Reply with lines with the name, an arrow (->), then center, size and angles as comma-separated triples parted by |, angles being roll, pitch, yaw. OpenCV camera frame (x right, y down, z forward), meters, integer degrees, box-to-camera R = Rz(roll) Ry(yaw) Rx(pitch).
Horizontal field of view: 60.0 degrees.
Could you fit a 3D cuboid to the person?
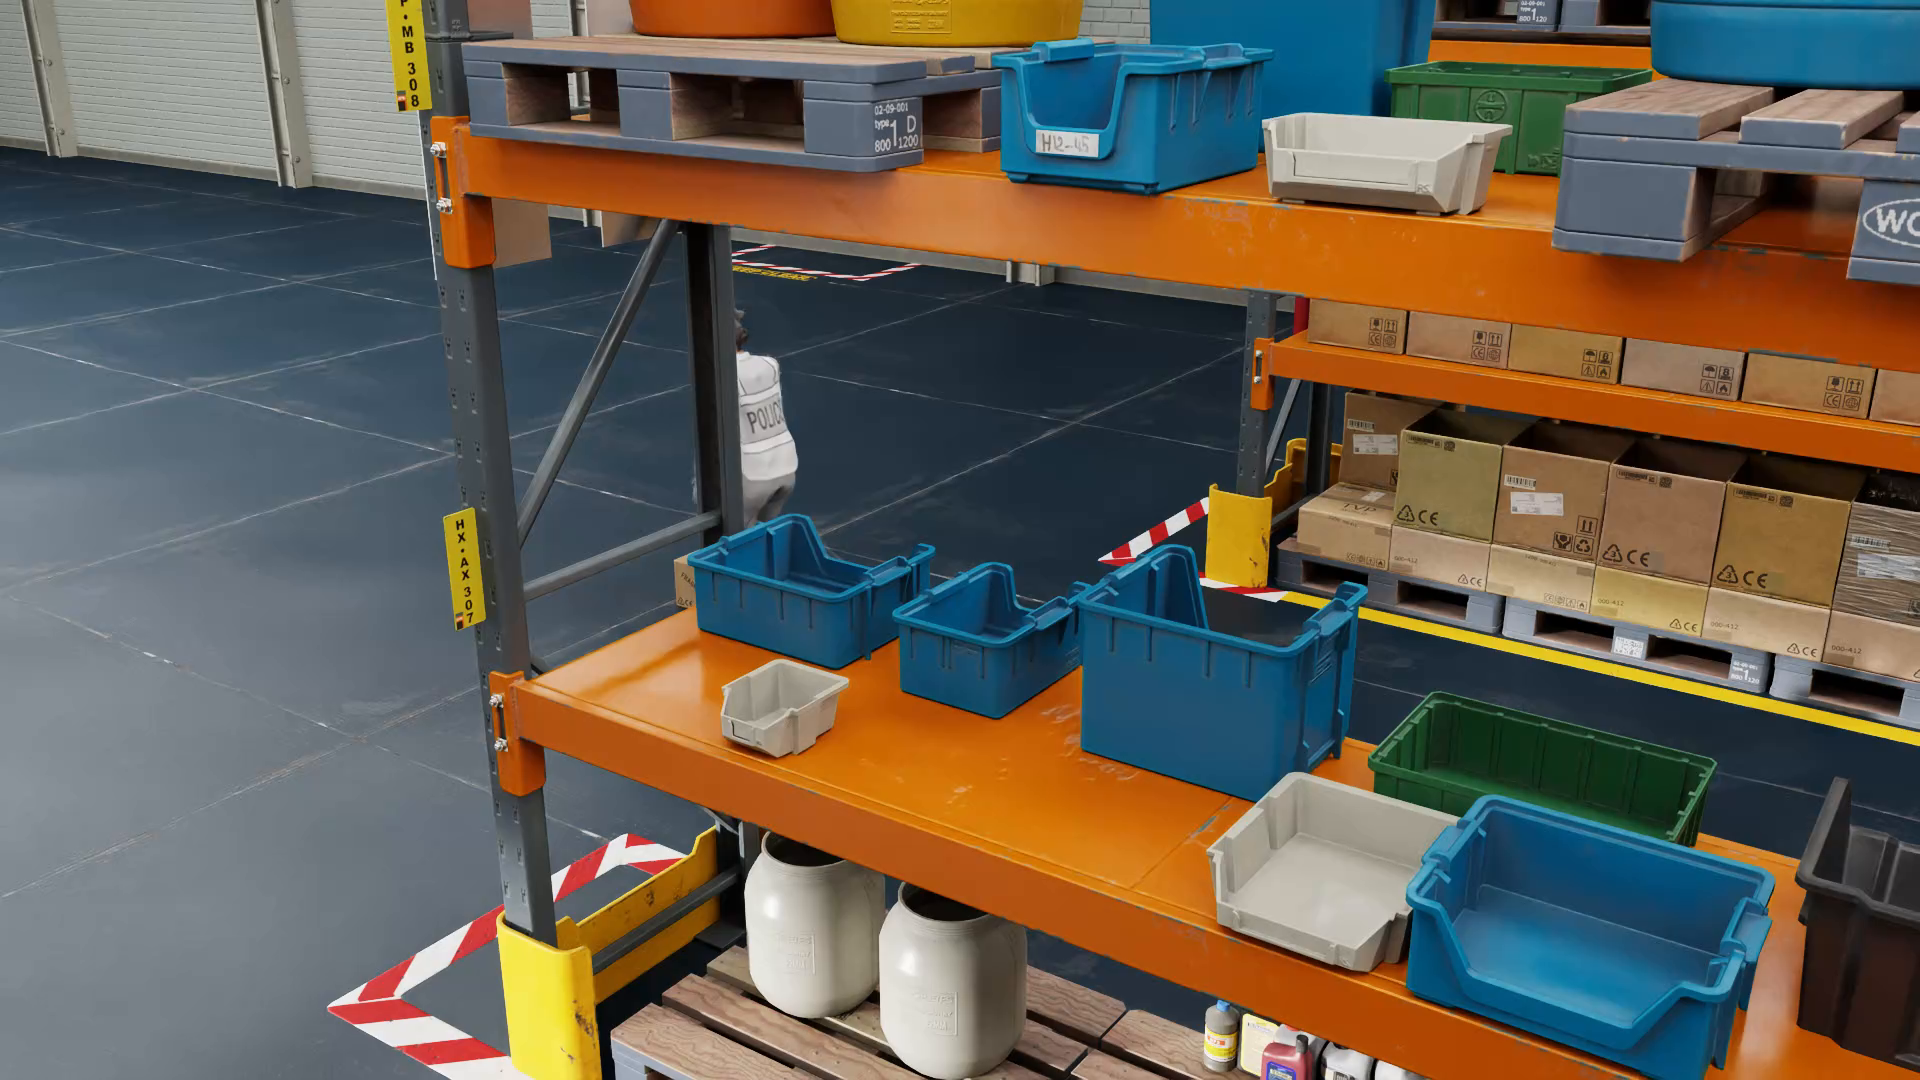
person -> -1.043, -0.304, 8.019 | 0.485, 1.605, 0.508 | 14, 24, 33
